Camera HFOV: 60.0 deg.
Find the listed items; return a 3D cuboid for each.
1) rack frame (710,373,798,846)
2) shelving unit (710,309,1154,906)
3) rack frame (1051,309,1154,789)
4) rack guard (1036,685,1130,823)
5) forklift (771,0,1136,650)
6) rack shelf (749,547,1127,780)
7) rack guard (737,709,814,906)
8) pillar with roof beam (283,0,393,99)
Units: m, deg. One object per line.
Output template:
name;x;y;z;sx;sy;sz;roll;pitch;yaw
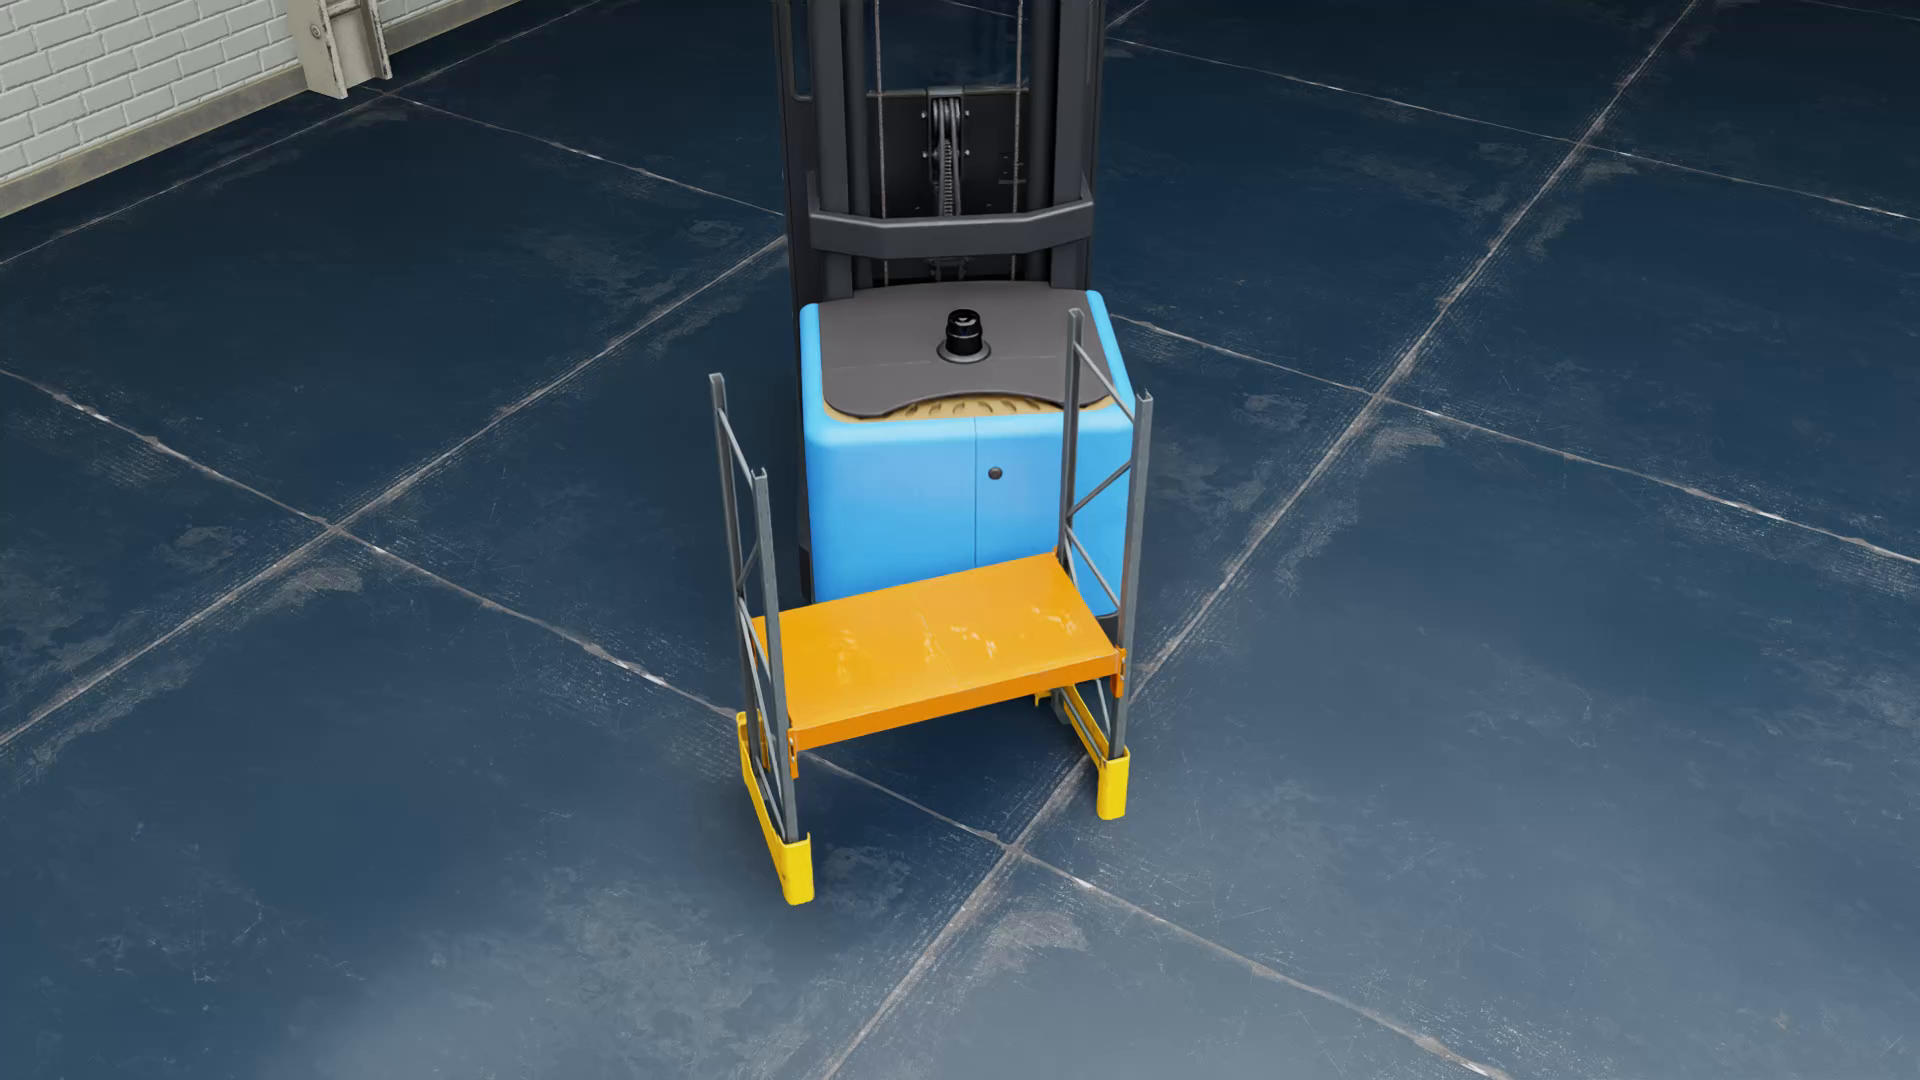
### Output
rack frame;-0.560;0.302;4.629;0.032;1.500;0.500;-12;39;-15
shelving unit;-0.088;0.203;4.759;1.083;1.500;0.587;-12;39;-15
rack frame;0.401;0.099;4.893;0.032;1.500;0.500;-12;39;-15
rack guard;0.382;0.598;5.270;0.087;0.250;0.587;-12;39;-15
forklift;-0.092;-1.552;5.863;1.130;2.935;3.031;-3;38;-4
rack shelf;-0.080;0.343;4.871;1.000;0.185;0.538;-12;39;-15
rack guard;-0.559;0.797;5.011;0.087;0.250;0.587;-12;39;-15
pillar with roof beam;0.065;-4.832;5.147;9.100;9.000;0.400;21;42;25
